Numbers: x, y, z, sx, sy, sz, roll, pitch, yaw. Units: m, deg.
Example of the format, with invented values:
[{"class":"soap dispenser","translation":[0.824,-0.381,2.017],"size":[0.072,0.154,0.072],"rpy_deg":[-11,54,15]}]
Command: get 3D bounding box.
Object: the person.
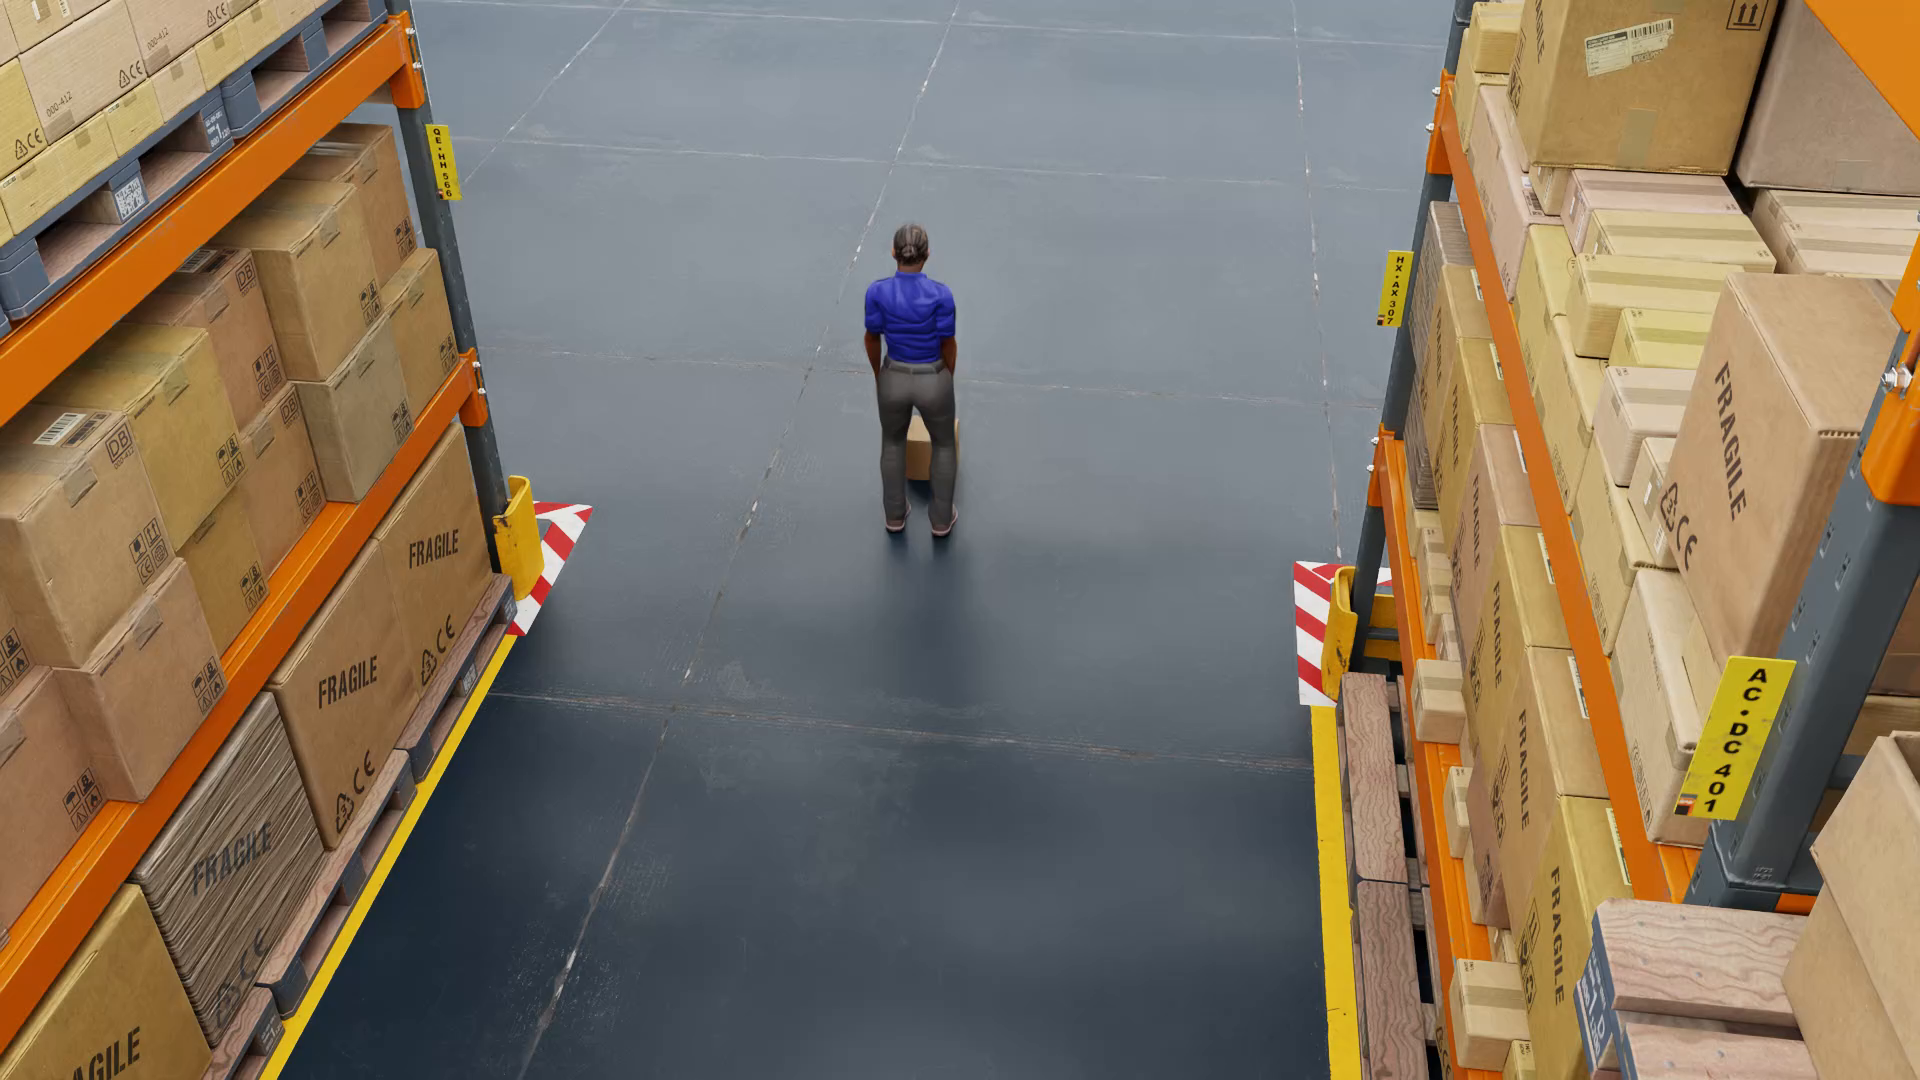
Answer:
[{"class":"person","translation":[-0.238,-0.739,8.129],"size":[0.469,1.575,0.431],"rpy_deg":[5,37,7]}]
